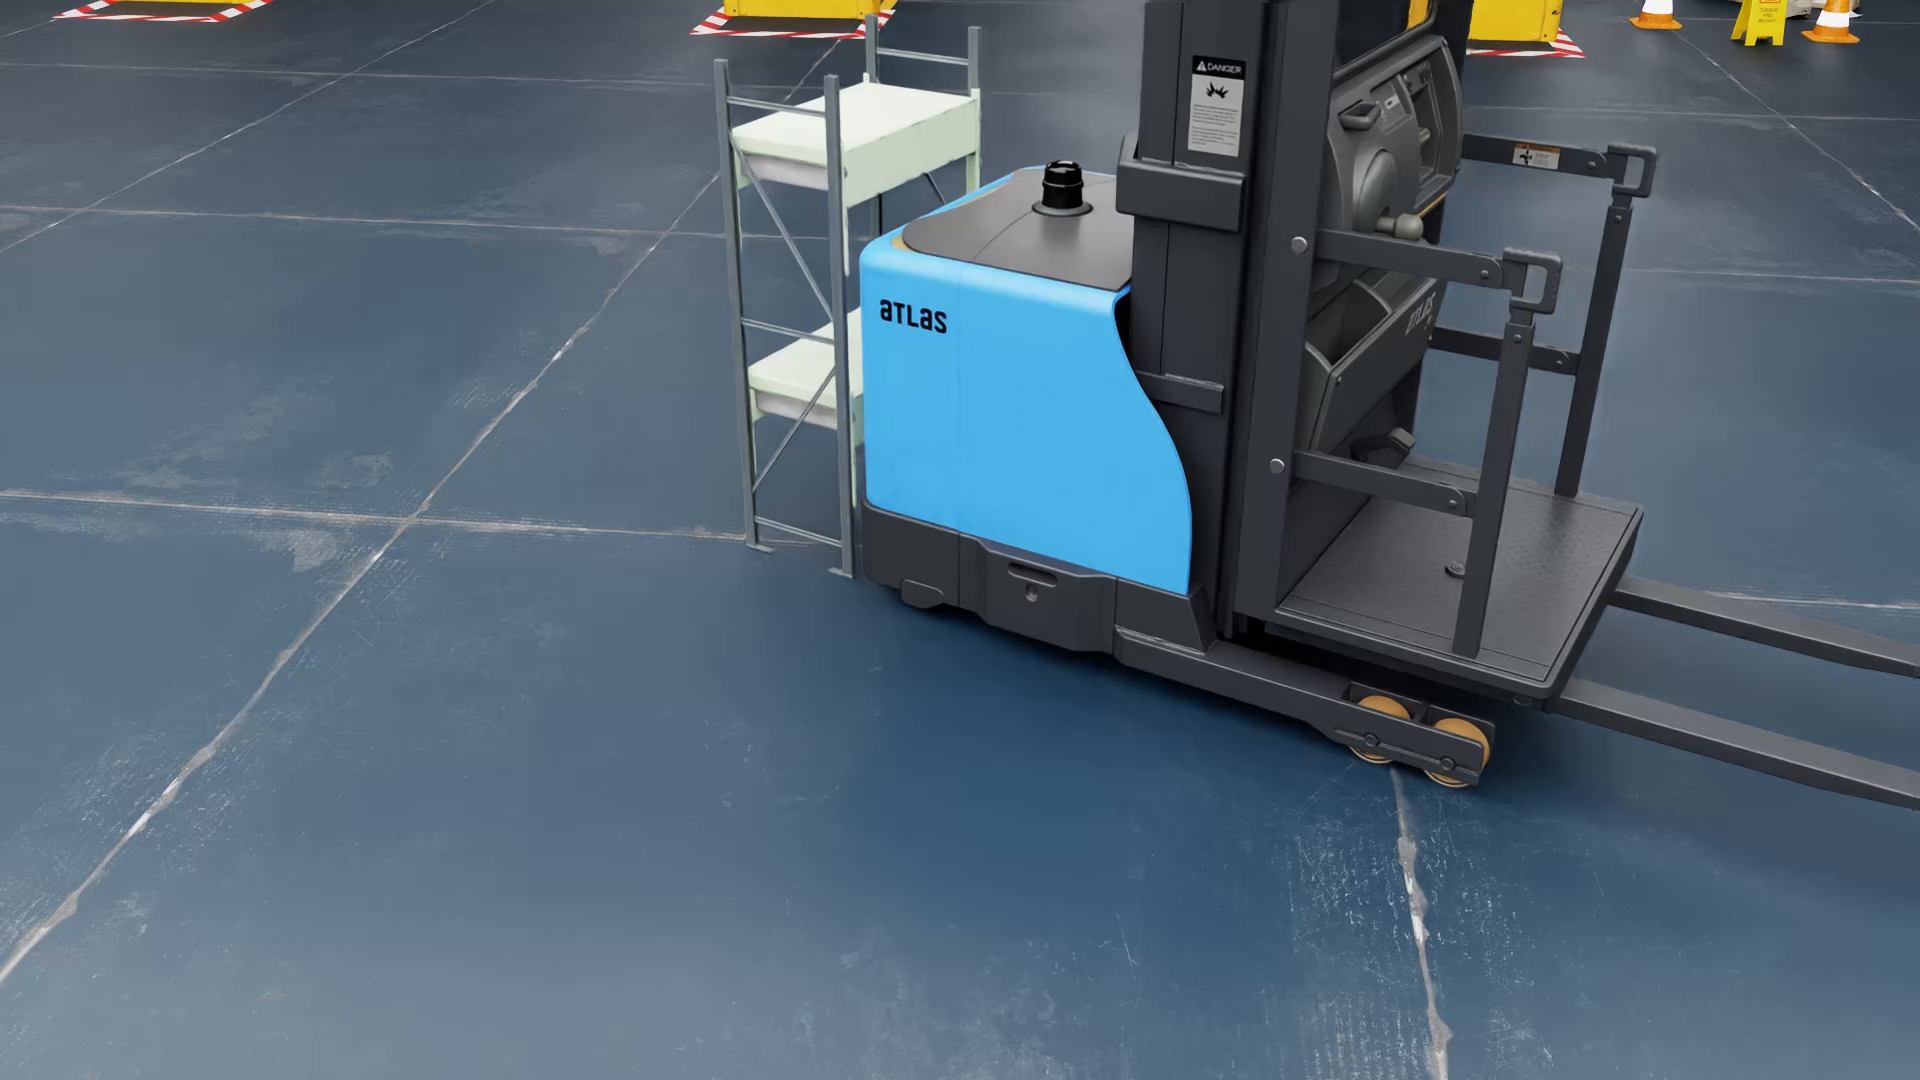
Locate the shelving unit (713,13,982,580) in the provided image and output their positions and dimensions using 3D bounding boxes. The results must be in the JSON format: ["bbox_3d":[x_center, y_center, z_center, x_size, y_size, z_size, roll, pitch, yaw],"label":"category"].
[{"bbox_3d":[-0.302,-0.742,5.046,0.431,1.500,0.755,16,32,27],"label":"shelving unit"}]

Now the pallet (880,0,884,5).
[{"bbox_3d":[-1.071,-4.511,13.400,1.003,0.211,1.213,3,28,6],"label":"pallet"}]

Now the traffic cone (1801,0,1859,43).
[{"bbox_3d":[6.249,-3.811,11.836,0.336,0.463,0.334,3,28,6],"label":"traffic cone"}]

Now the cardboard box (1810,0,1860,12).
[{"bbox_3d":[6.776,-4.225,12.936,0.380,0.149,0.250,20,34,32],"label":"cardboard box"}]

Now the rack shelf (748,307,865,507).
[{"bbox_3d":[-0.302,-0.455,5.200,0.431,0.370,0.720,16,32,27],"label":"rack shelf"}]

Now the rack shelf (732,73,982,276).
[{"bbox_3d":[-0.302,-1.086,4.861,0.431,0.370,0.720,16,32,27],"label":"rack shelf"}]

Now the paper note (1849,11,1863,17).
[{"bbox_3d":[6.760,-4.000,12.642,0.148,0.019,0.142,-6,29,-11],"label":"paper note"}]

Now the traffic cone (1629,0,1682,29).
[{"bbox_3d":[5.169,-4.037,12.255,0.336,0.463,0.334,3,28,6],"label":"traffic cone"}]

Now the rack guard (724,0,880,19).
[{"bbox_3d":[-1.206,-4.257,12.625,1.175,0.500,0.348,3,28,6],"label":"rack guard"}]

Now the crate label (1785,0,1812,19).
[{"bbox_3d":[6.284,-4.041,12.607,0.250,0.136,0.298,-11,30,-20],"label":"crate label"}]

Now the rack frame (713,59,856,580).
[{"bbox_3d":[-0.492,-0.593,4.770,0.400,1.500,0.023,16,32,27],"label":"rack frame"}]

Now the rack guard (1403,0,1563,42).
[{"bbox_3d":[3.692,-3.874,11.915,1.175,0.500,0.348,3,28,6],"label":"rack guard"}]

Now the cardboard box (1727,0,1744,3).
[{"bbox_3d":[6.323,-4.621,13.297,0.797,0.503,0.637,-17,33,-29],"label":"cardboard box"}]

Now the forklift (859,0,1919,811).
[{"bbox_3d":[1.240,-0.967,3.955,3.031,2.935,1.130,16,32,27],"label":"forklift"}]

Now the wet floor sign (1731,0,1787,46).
[{"bbox_3d":[5.657,-3.821,11.662,0.267,0.644,0.232,-1,28,-3],"label":"wet floor sign"}]

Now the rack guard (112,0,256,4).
[{"bbox_3d":[-6.168,-4.548,13.165,1.175,0.500,0.348,3,28,6],"label":"rack guard"}]

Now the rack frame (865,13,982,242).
[{"bbox_3d":[-0.113,-0.891,5.322,0.400,1.500,0.023,16,32,27],"label":"rack frame"}]
